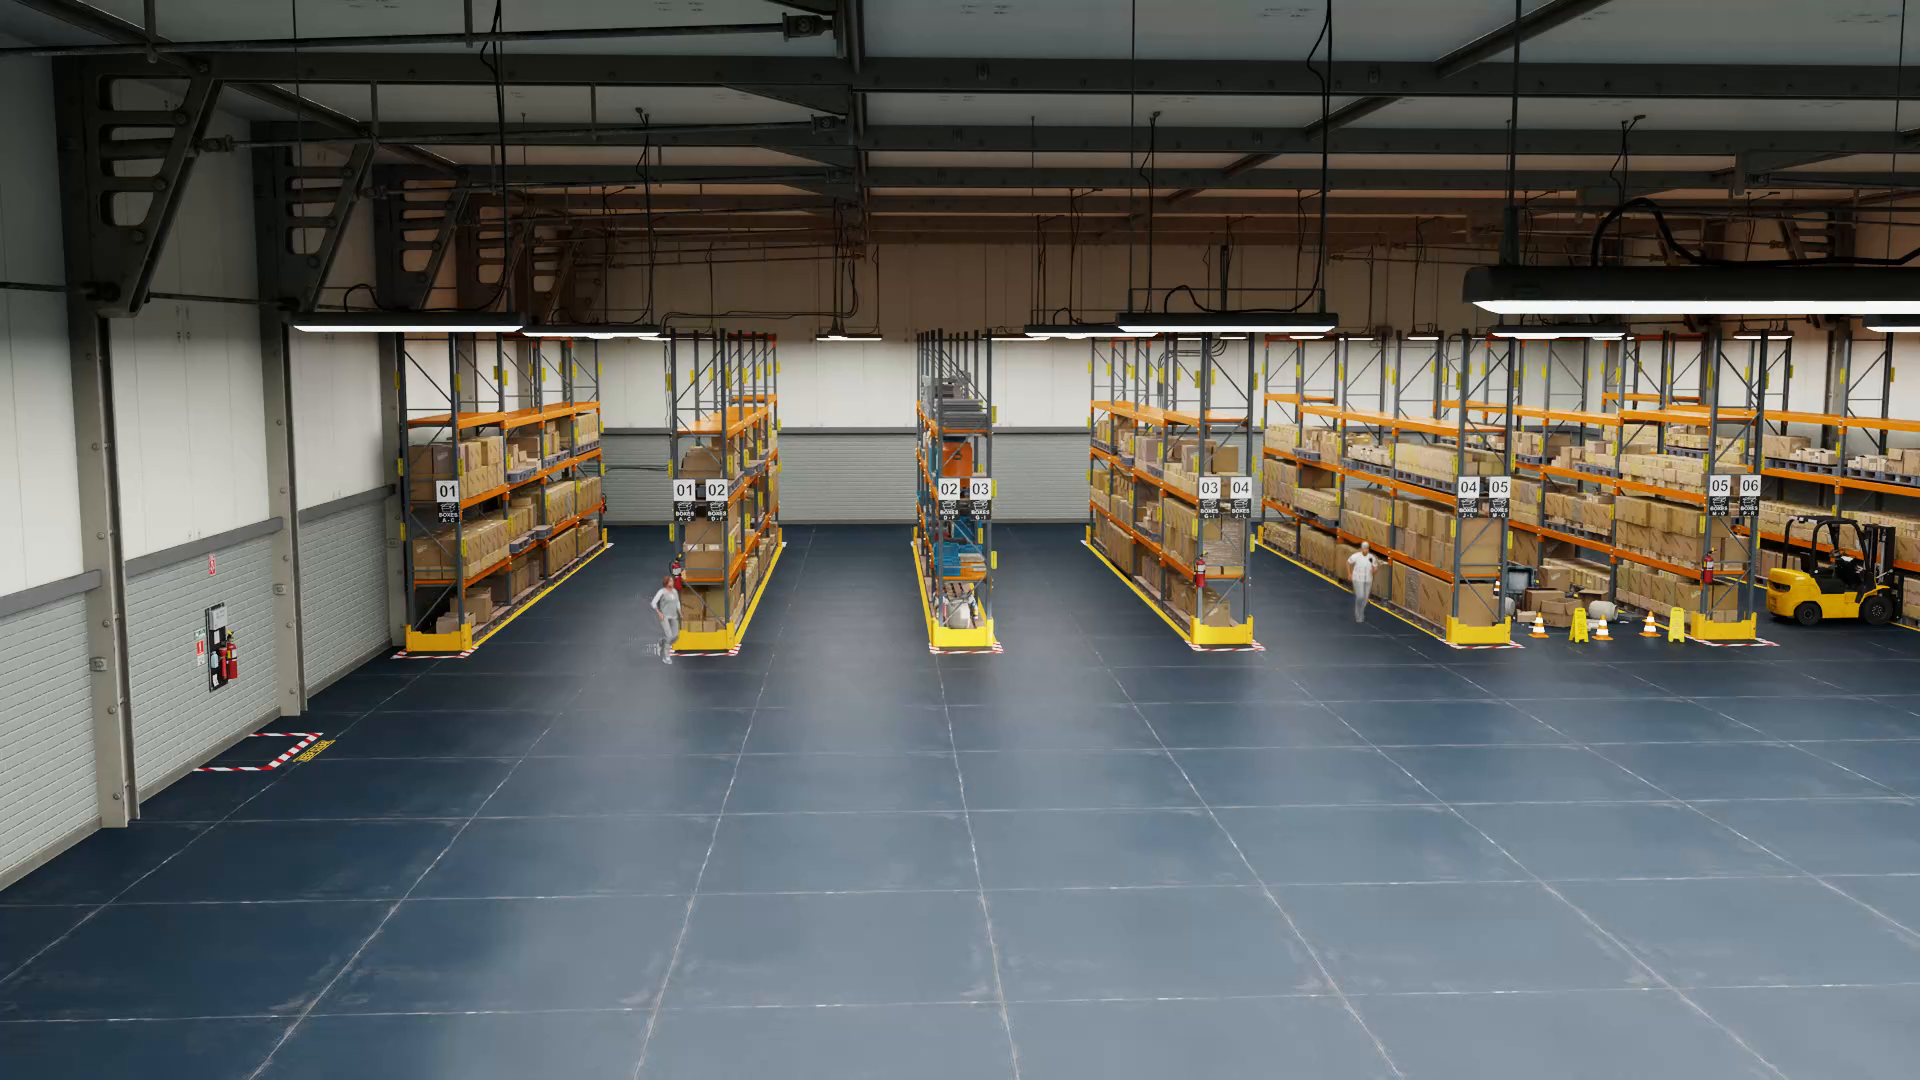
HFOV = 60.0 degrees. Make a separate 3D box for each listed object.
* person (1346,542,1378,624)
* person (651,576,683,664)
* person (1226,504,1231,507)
[{"bbox_3d":[8.295,0.879,34.237,0.570,1.705,0.796,-1,7,-7],"label":"person"},{"bbox_3d":[-5.290,1.430,30.084,0.586,1.563,0.504,-6,9,-44],"label":"person"},{"bbox_3d":[7.467,-0.517,46.137,0.635,1.636,0.587,1,7,7],"label":"person"}]
